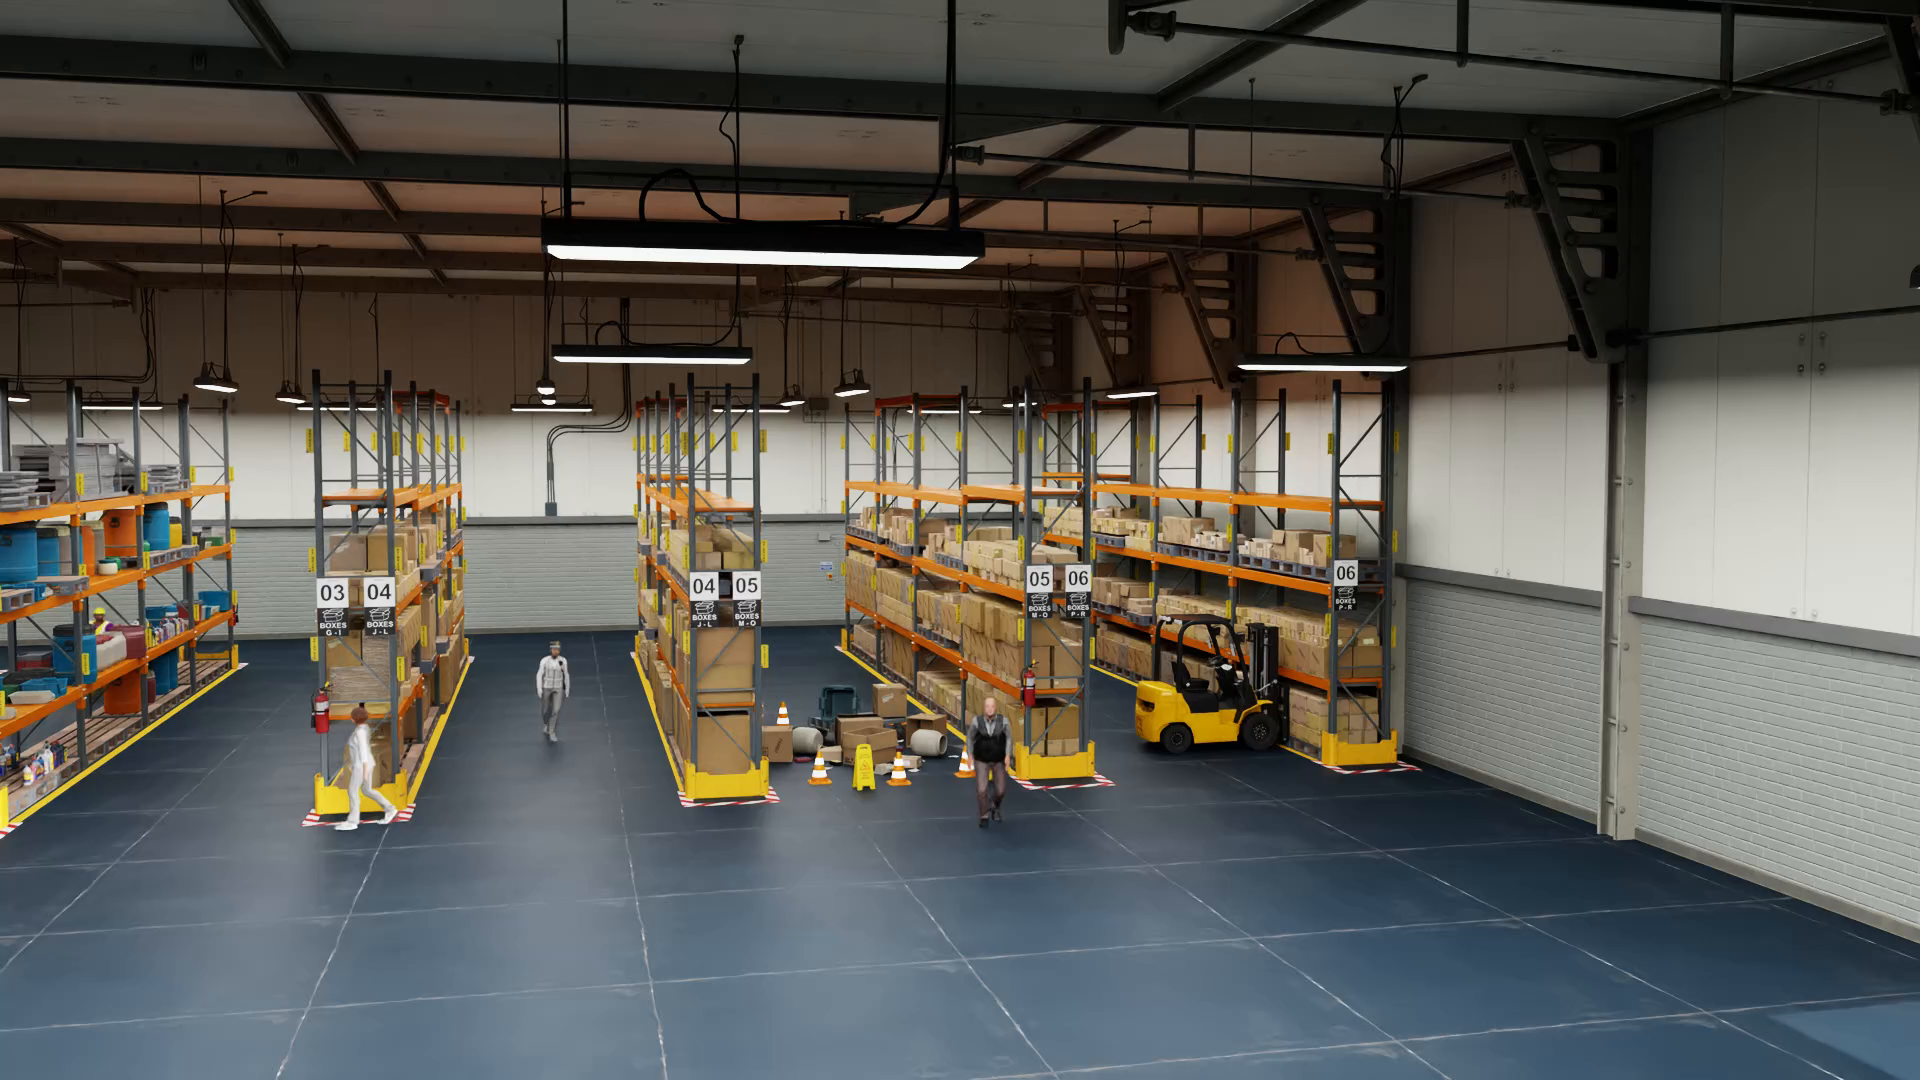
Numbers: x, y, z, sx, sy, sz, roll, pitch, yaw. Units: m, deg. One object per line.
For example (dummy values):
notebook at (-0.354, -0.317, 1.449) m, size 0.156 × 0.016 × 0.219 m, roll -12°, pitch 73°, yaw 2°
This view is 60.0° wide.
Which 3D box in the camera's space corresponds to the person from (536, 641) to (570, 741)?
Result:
person at (-6.924, 2.558, 28.338) m, size 0.569 × 1.684 × 0.739 m, roll -1°, pitch 4°, yaw -20°

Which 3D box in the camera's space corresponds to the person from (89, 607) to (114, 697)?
person at (-17.283, 2.219, 33.268) m, size 0.661 × 1.741 × 0.835 m, roll 0°, pitch 3°, yaw -1°

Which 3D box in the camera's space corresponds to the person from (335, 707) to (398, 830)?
person at (-7.738, 2.961, 21.657) m, size 0.737 × 1.567 × 0.412 m, roll -1°, pitch 3°, yaw -10°

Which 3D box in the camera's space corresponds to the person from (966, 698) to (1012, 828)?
person at (0.376, 2.912, 21.881) m, size 0.608 × 1.734 × 0.596 m, roll 0°, pitch 3°, yaw -7°
